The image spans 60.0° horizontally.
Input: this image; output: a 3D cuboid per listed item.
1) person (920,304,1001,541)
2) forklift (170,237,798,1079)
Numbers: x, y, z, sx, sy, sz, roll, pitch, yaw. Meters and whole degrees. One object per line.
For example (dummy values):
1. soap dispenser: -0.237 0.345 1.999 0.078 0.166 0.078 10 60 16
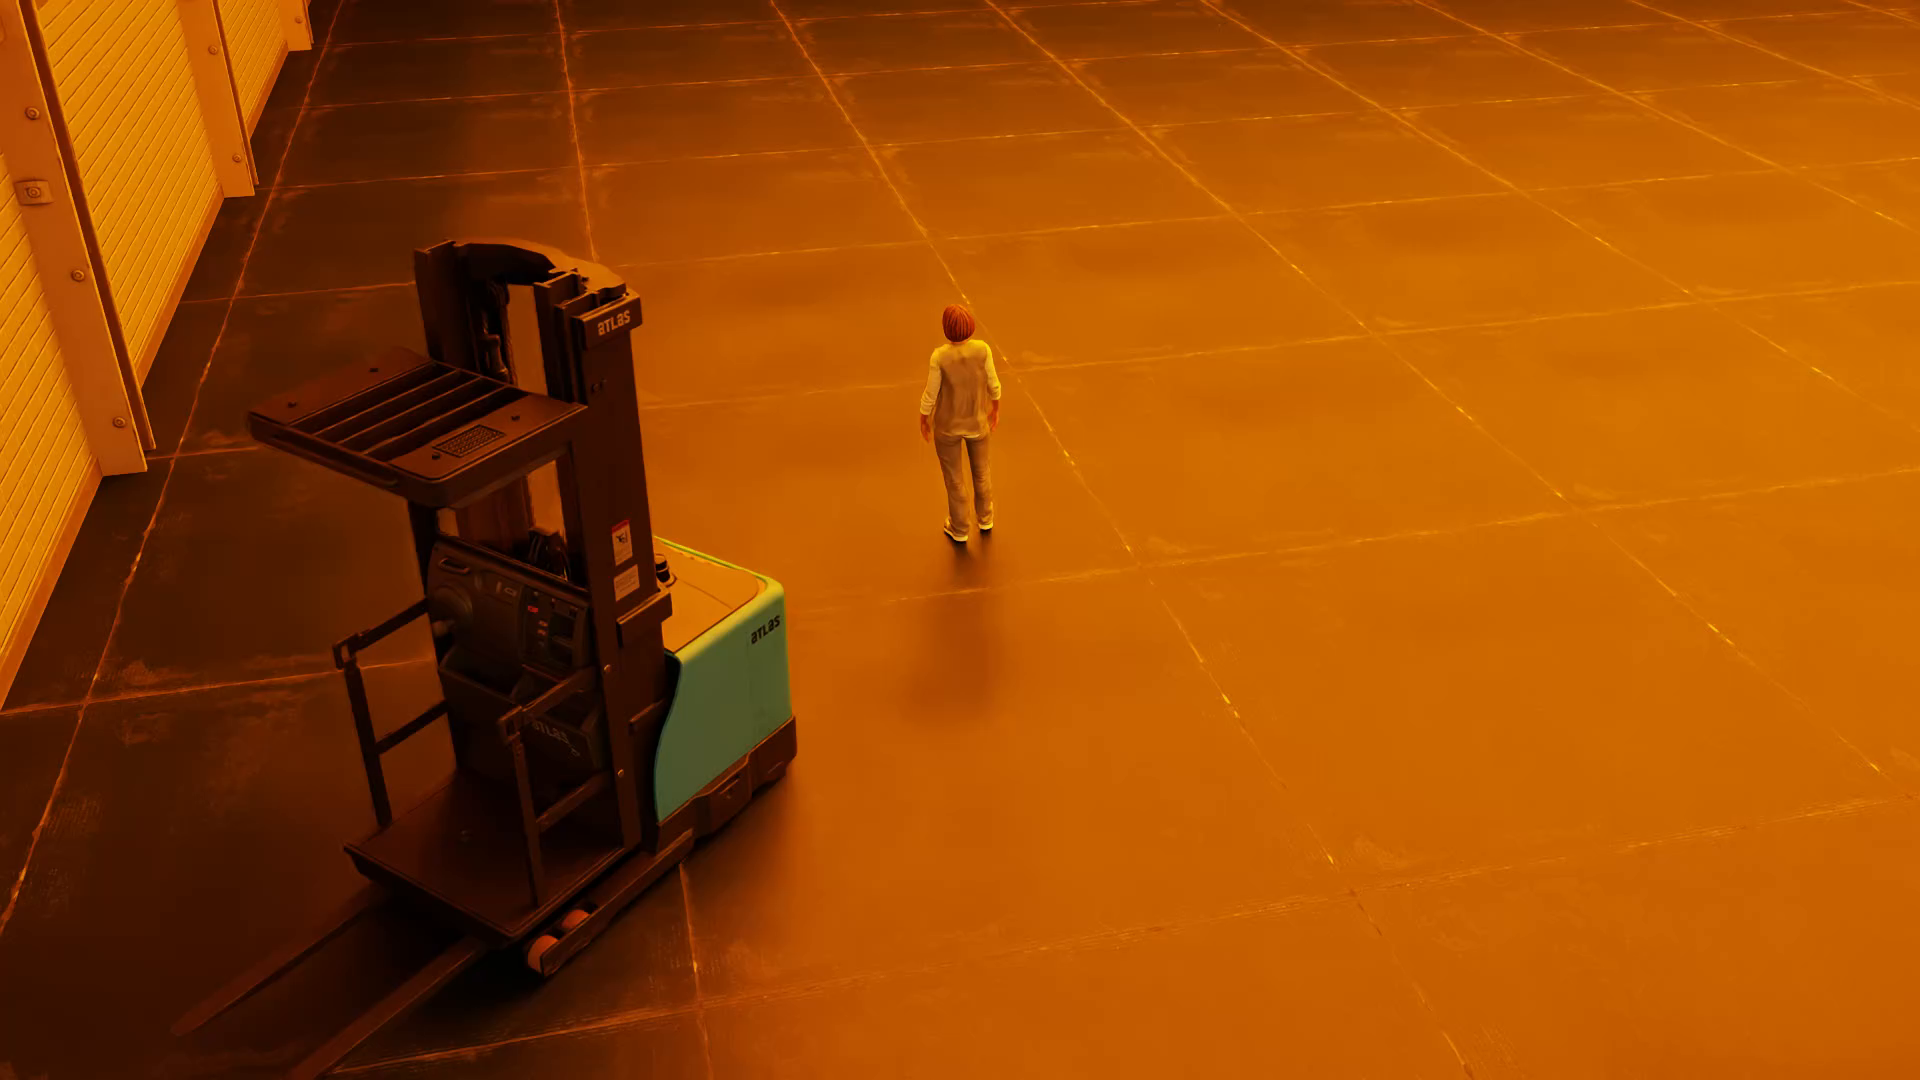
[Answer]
1. person: -0.004 -0.735 10.162 0.521 1.599 0.473 -7 31 -12
2. forklift: -2.058 0.350 6.971 1.130 2.935 3.031 18 35 28
